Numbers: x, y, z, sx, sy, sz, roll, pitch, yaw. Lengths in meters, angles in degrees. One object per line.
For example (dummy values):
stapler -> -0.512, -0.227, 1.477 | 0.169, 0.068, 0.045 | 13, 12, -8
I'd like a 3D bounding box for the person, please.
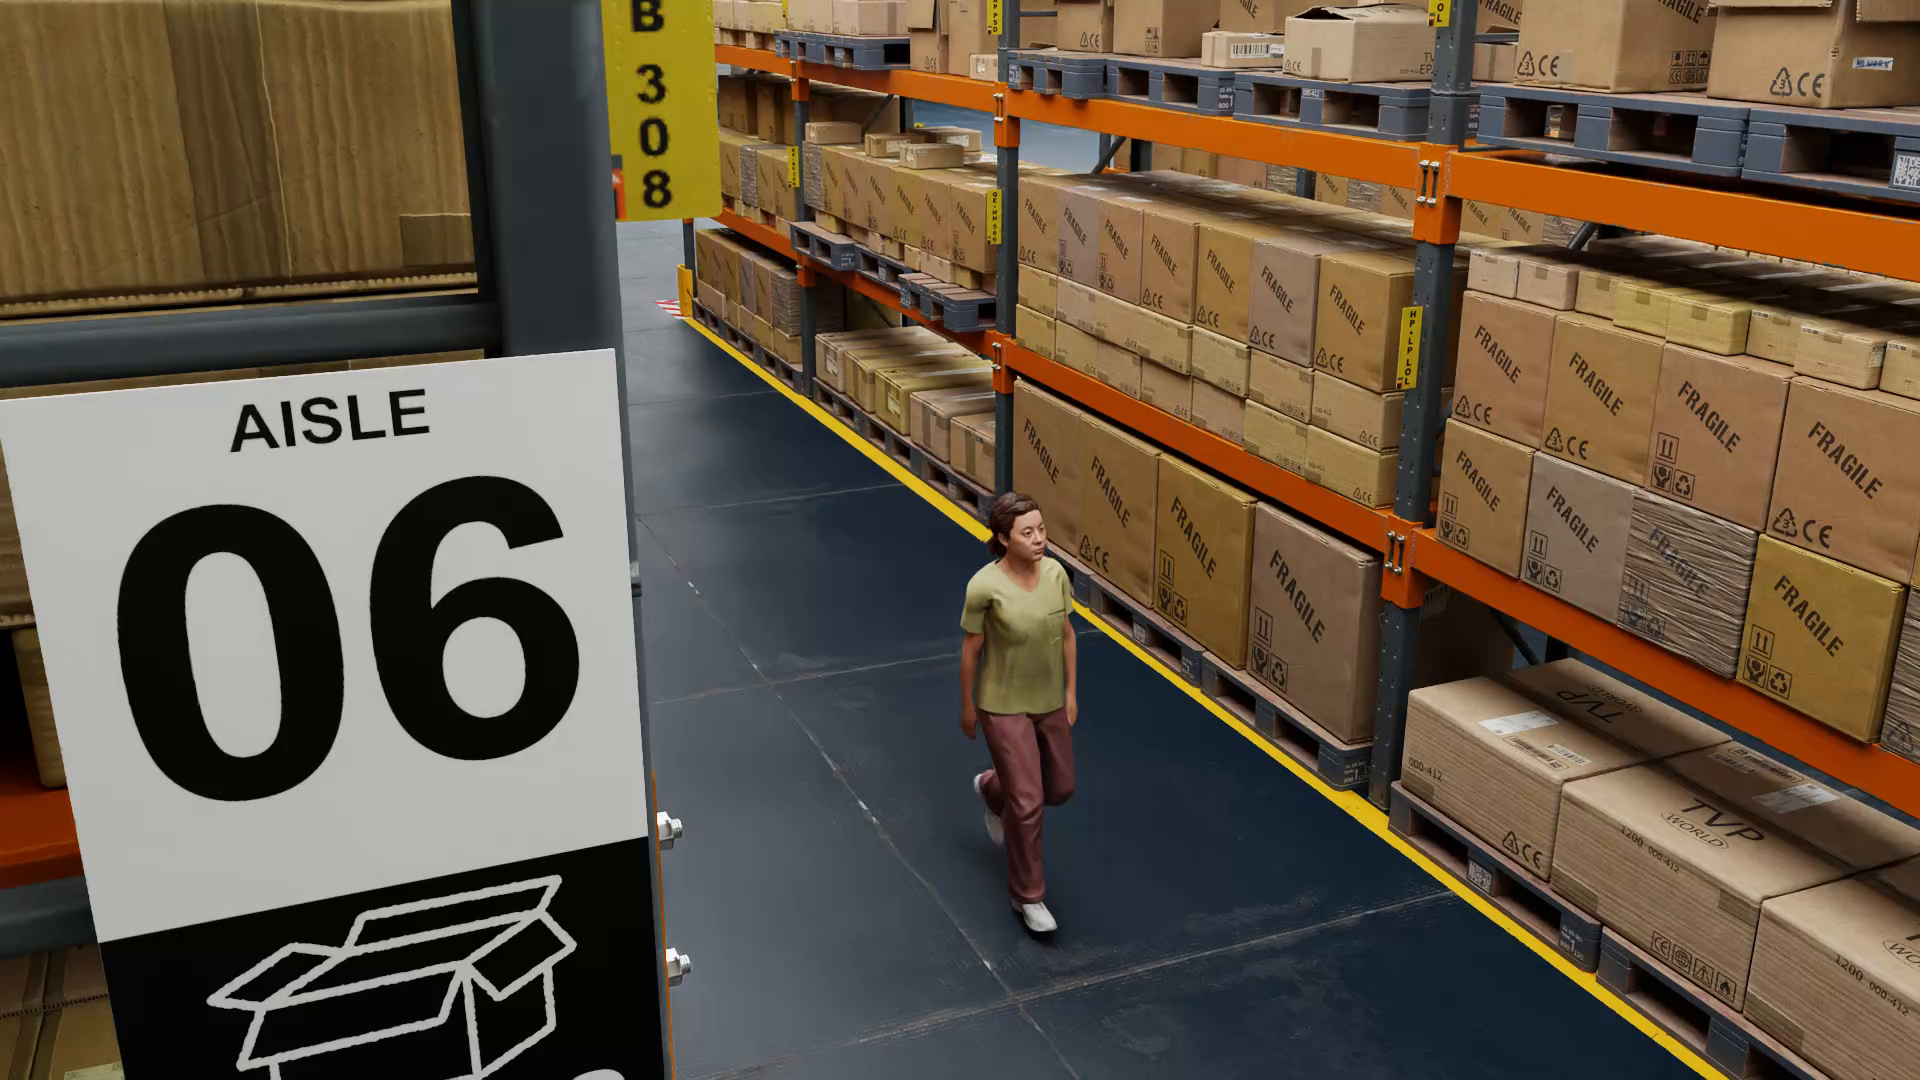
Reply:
person -> 0.212, 0.597, 6.294 | 0.455, 1.641, 0.761 | -10, 22, -28
